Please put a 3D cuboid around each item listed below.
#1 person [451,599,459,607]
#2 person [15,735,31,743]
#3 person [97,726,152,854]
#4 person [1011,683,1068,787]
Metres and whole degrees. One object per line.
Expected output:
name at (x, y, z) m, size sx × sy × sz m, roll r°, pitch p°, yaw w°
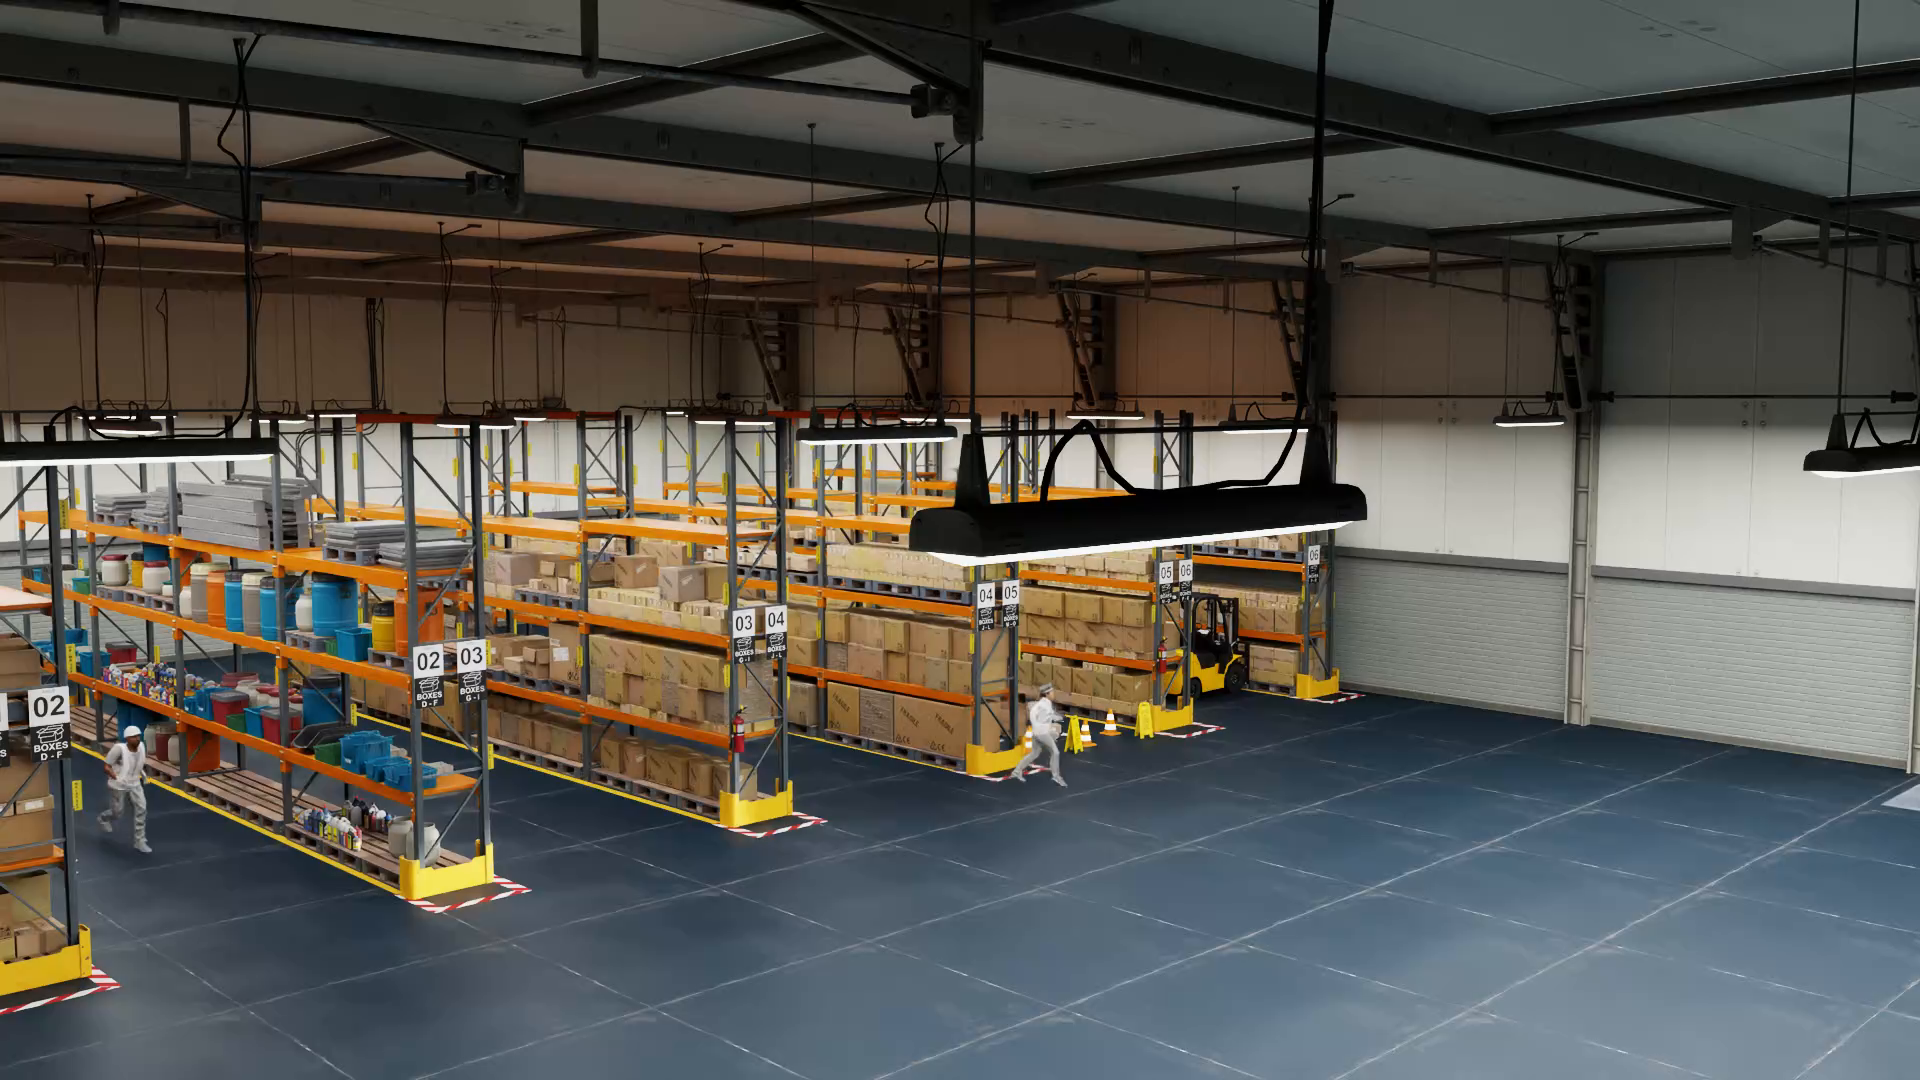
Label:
person at (-11.733, 2.124, 38.549) m, size 0.738 × 1.757 × 0.896 m, roll -2°, pitch 5°, yaw -25°
person at (-13.656, 3.375, 24.408) m, size 0.607 × 1.693 × 0.652 m, roll 4°, pitch 6°, yaw 38°
person at (-11.677, 3.452, 23.224) m, size 1.083 × 1.770 × 0.680 m, roll 3°, pitch 6°, yaw 30°
person at (1.287, 3.163, 26.887) m, size 0.928 × 1.721 × 0.634 m, roll 0°, pitch 5°, yaw -2°
